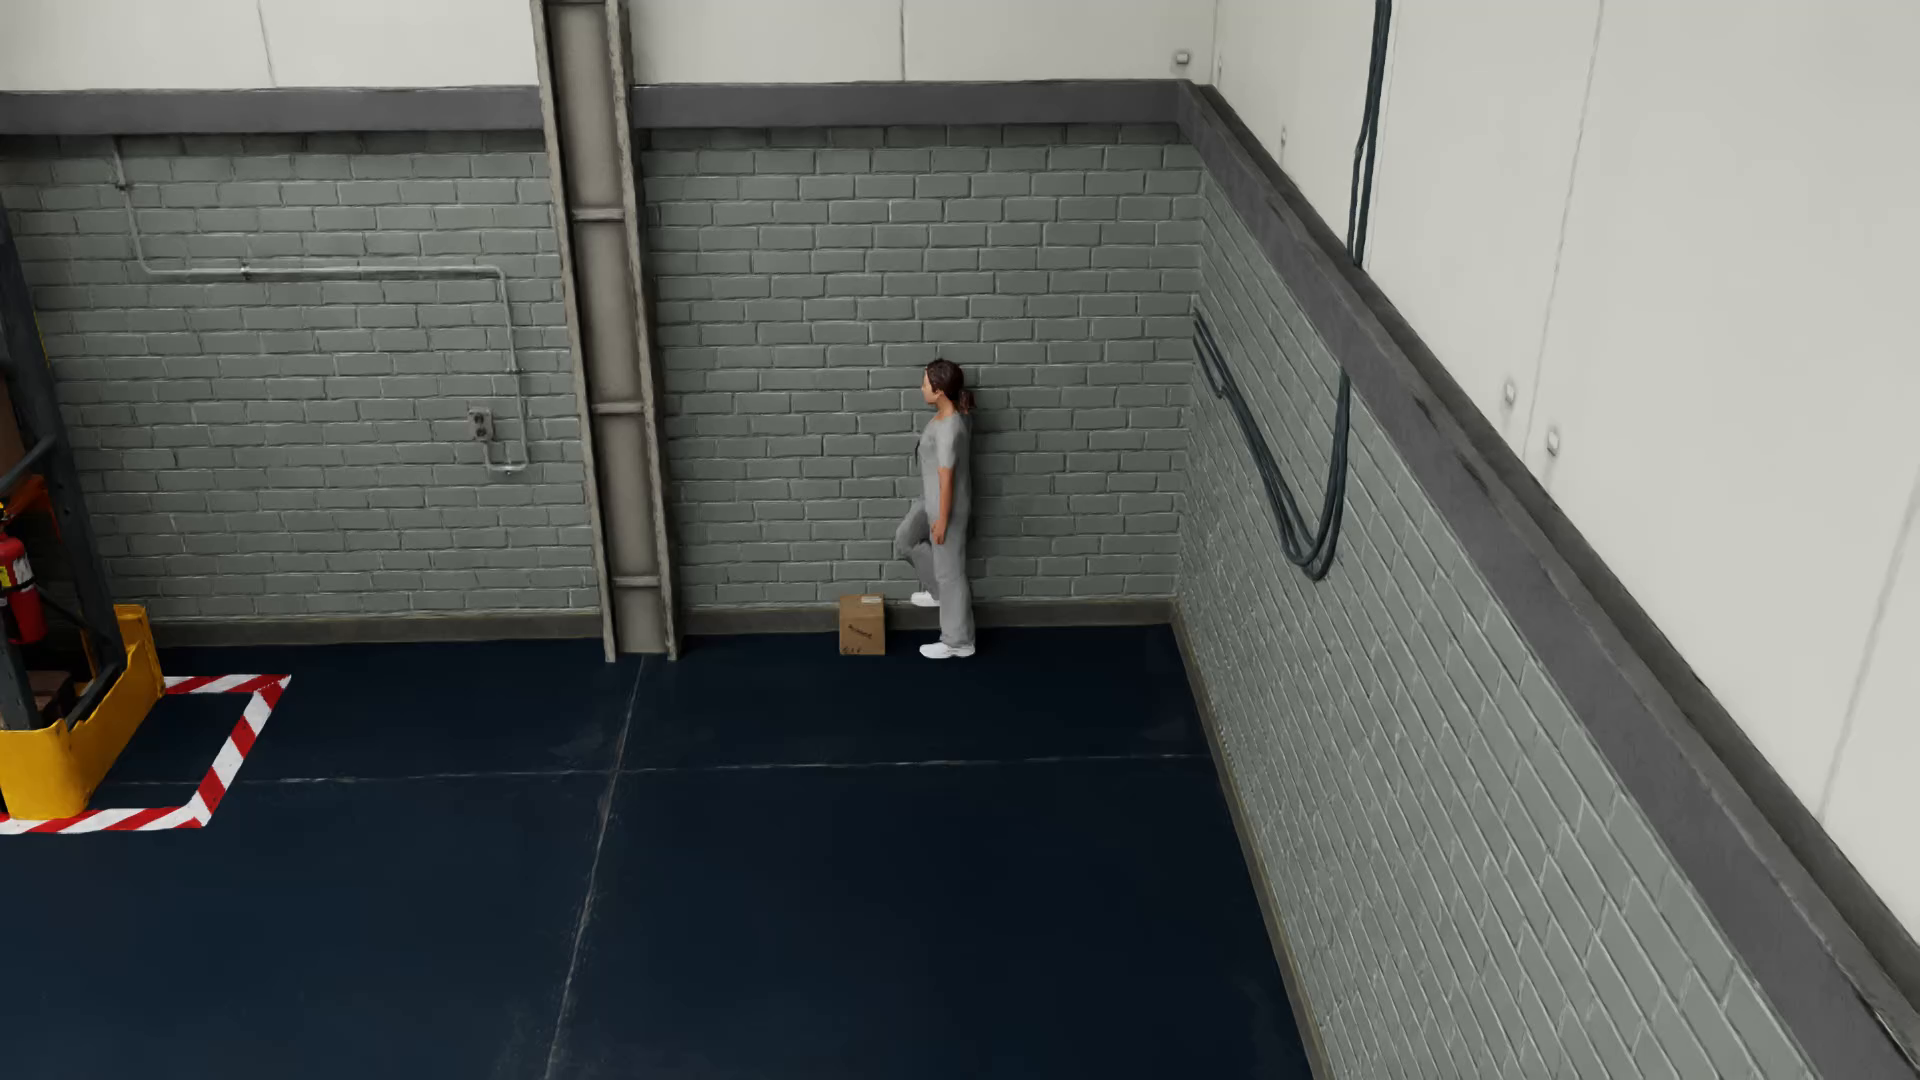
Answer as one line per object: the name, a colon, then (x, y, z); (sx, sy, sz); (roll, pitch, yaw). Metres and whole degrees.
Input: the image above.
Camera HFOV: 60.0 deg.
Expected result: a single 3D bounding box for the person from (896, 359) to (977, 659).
person: (-0.133, -0.186, 8.958); (0.480, 1.679, 0.462); (4, 28, 7)
